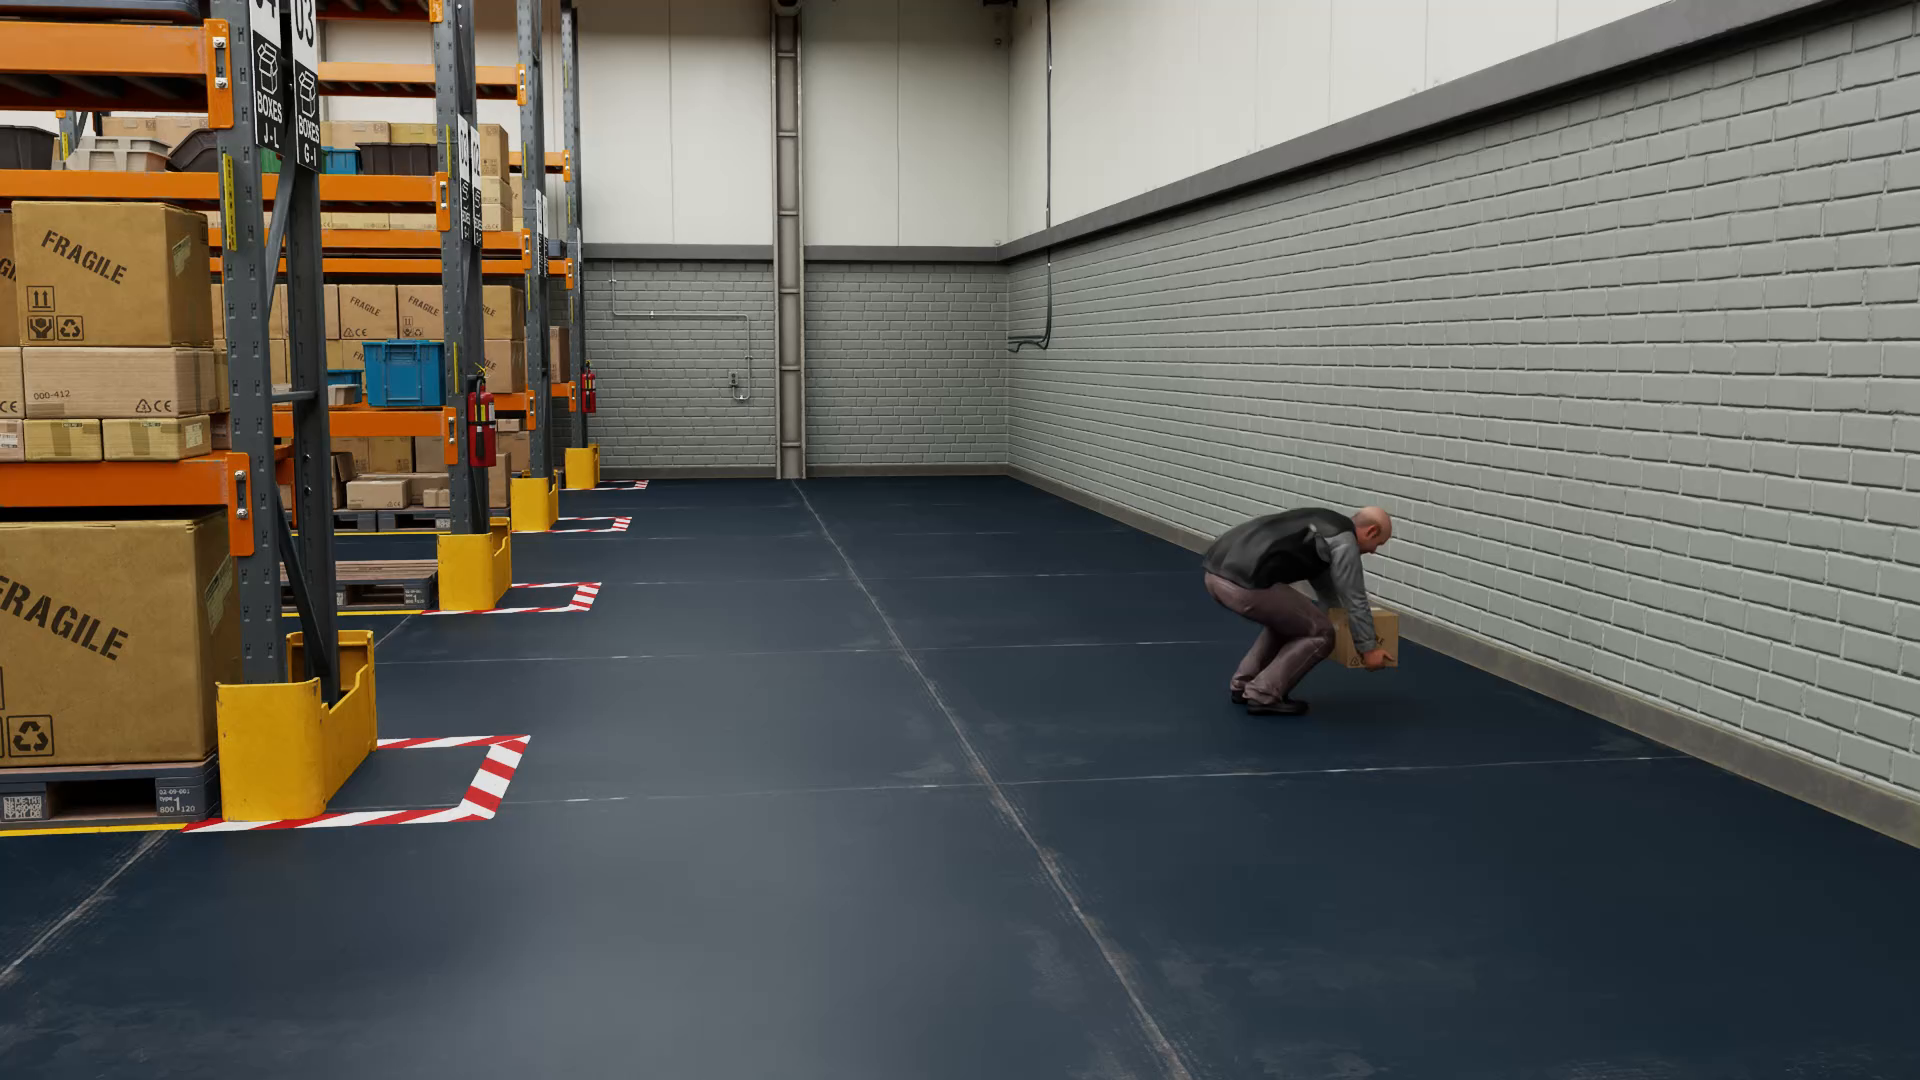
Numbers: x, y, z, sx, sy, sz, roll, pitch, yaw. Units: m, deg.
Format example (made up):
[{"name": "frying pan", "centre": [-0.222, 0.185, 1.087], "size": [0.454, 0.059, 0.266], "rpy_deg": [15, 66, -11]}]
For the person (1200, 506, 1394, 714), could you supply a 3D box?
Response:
[{"name": "person", "centre": [1.612, 0.322, 7.906], "size": [0.928, 0.954, 0.520], "rpy_deg": [-1, 7, -11]}]
